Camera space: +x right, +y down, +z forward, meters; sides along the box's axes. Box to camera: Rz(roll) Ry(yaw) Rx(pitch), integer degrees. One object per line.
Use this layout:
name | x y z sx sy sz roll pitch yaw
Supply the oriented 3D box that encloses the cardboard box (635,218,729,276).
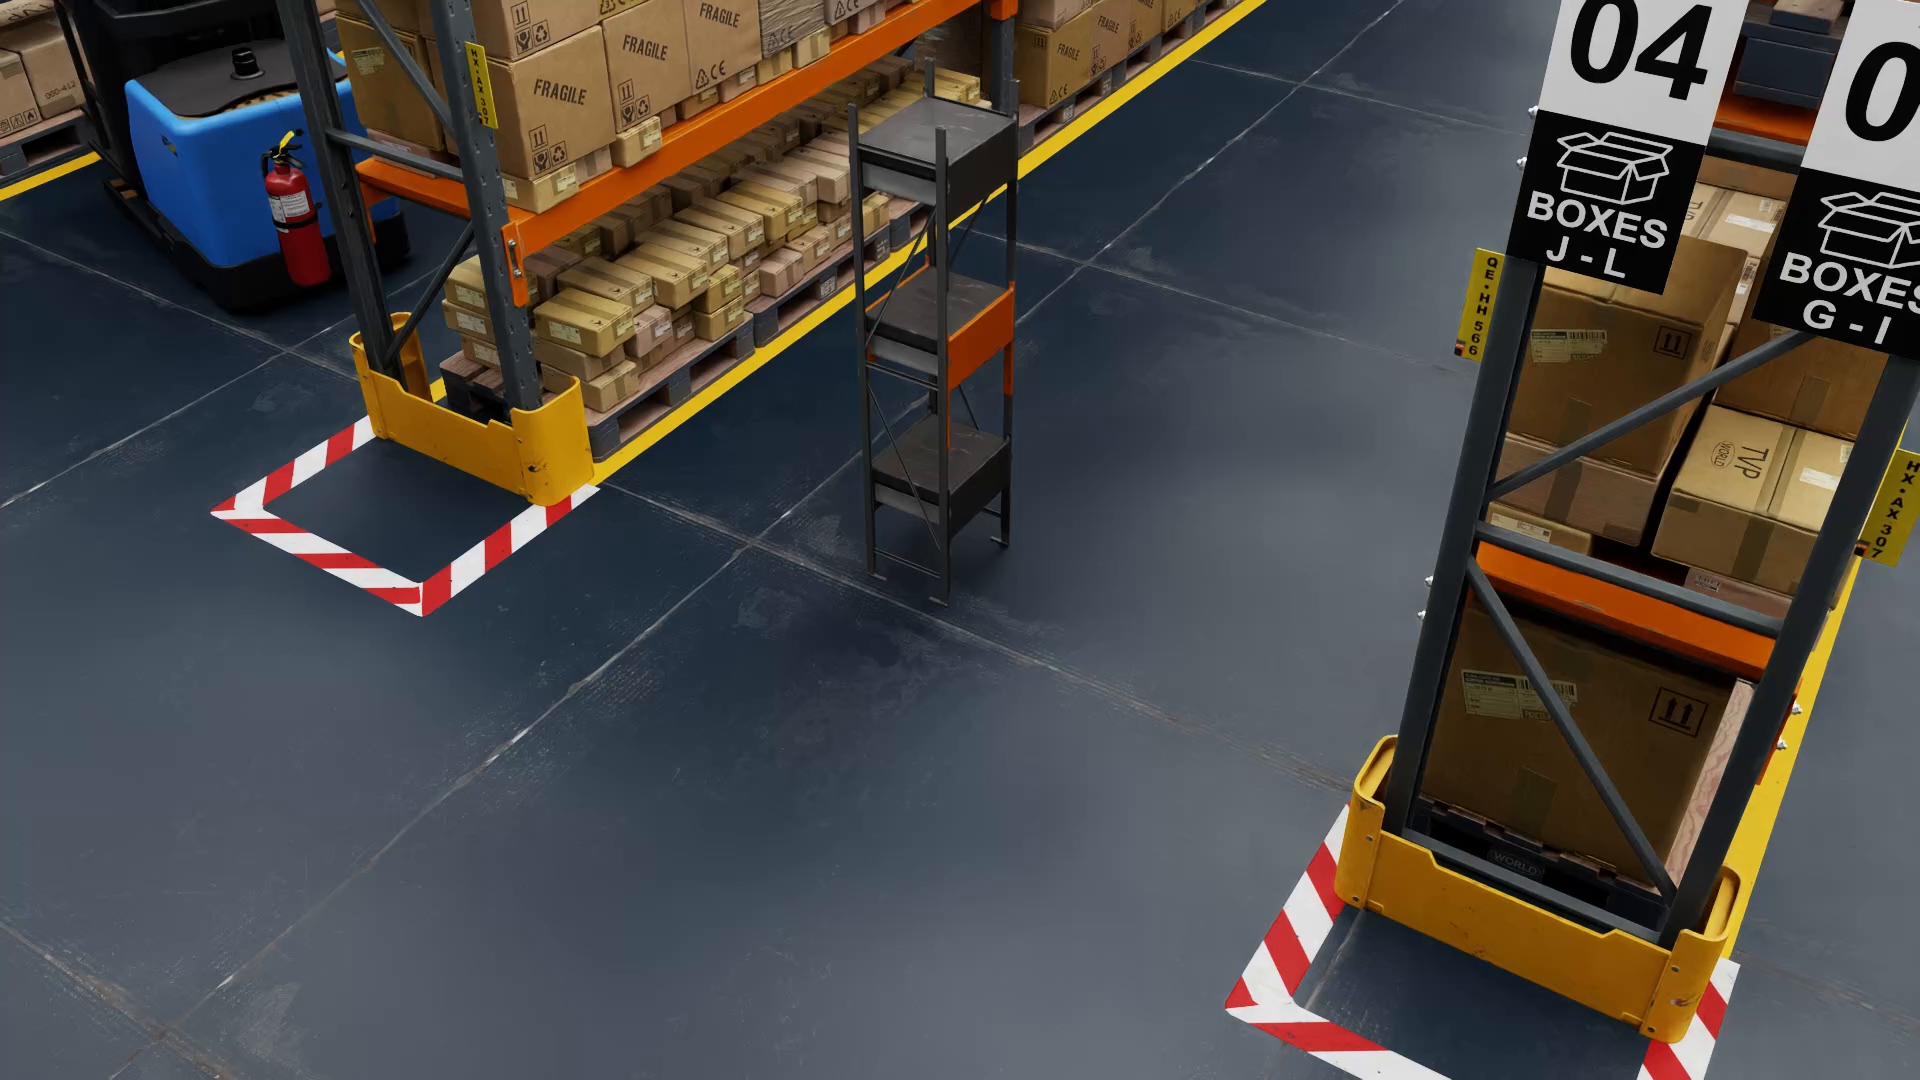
cardboard box | -1.360 -1.418 8.137 0.380 0.149 0.250 19 42 23

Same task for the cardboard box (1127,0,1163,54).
cardboard box | 1.034 -3.642 11.221 0.500 0.500 0.500 22 43 26

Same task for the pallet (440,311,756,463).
pallet | -1.774 -0.904 8.250 1.003 0.211 1.213 21 42 25

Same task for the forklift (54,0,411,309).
forklift | -4.371 -3.203 9.005 1.130 2.935 3.031 -27 45 -30

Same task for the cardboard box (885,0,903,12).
cardboard box | -0.528 -2.904 8.766 0.380 0.149 0.250 20 42 24

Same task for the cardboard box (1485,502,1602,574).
cardboard box | 1.767 -0.079 5.102 0.380 0.149 0.250 22 43 26

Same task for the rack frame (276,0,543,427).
rack frame | -2.280 -1.562 6.819 1.000 3.000 0.127 21 42 25

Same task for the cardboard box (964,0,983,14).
cardboard box | 0.049 -3.564 10.506 0.500 0.250 0.500 20 42 24

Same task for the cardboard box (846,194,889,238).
cardboard box | -0.614 -1.814 9.138 0.380 0.149 0.250 21 42 25

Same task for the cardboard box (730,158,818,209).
cardboard box | -0.970 -1.840 8.683 0.380 0.149 0.250 21 42 25

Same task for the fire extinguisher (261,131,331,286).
fire extinguisher | -2.805 -1.405 6.984 0.296 0.674 0.183 21 42 25

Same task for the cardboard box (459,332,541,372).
cardboard box | -2.174 -0.939 8.002 0.380 0.149 0.250 22 43 26

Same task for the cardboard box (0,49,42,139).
cardboard box | -6.245 -2.654 9.990 0.875 0.438 0.875 20 42 24

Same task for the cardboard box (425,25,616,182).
cardboard box | -1.806 -1.860 6.881 0.500 0.500 0.500 23 43 27

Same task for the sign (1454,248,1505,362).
sign | 1.403 -0.625 4.461 0.100 0.325 0.005 21 42 25

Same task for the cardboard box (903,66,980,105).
cardboard box | -0.108 -2.628 9.706 0.380 0.149 0.250 22 43 26

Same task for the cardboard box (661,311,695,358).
cardboard box | -1.531 -1.057 8.155 0.380 0.149 0.250 22 43 26

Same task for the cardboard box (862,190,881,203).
cardboard box | -0.638 -1.990 9.122 0.380 0.149 0.250 22 43 26

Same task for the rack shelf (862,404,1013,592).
rack shelf | -0.089 -0.181 6.934 0.431 0.518 0.480 21 42 25

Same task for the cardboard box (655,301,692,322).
cardboard box | -1.532 -1.181 8.073 0.380 0.149 0.250 22 43 26

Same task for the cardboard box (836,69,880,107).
cardboard box | -0.694 -2.665 9.753 0.380 0.149 0.250 23 43 27

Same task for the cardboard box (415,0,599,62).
cardboard box | -1.815 -2.260 6.580 0.500 0.500 0.500 21 42 25

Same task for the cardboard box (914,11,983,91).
cardboard box | 0.047 -3.264 10.731 0.500 0.500 0.500 20 42 24

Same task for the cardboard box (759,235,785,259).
cardboard box | -1.130 -1.599 8.615 0.380 0.149 0.250 23 43 27

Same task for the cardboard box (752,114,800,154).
cardboard box | -1.114 -2.272 9.244 0.380 0.149 0.250 22 43 26

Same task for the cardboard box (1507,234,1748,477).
cardboard box | 1.893 -0.580 4.811 0.500 0.500 0.500 22 43 26

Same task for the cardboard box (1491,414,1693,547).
cardboard box | 1.889 -0.283 5.039 0.500 0.250 0.500 20 42 24

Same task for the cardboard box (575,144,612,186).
cardboard box | -1.728 -1.667 7.161 0.380 0.149 0.250 23 43 27

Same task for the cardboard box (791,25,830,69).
cardboard box | -0.869 -2.471 8.205 0.380 0.149 0.250 22 43 26

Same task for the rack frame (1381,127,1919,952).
rack frame | 1.854 0.112 4.647 1.000 3.000 0.127 21 42 25

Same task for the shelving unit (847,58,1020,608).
shelving unit | -0.089 -0.746 6.498 0.431 2.100 0.503 21 42 25

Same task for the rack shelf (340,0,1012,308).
rack shelf | -1.208 -2.308 8.376 1.077 0.370 4.000 21 42 25

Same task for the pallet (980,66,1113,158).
pallet | 0.279 -2.922 10.867 1.003 0.211 1.213 21 42 25

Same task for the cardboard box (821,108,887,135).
cardboard box | -0.543 -2.245 9.209 0.380 0.149 0.250 23 43 27

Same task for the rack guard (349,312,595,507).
rack guard | -2.239 -0.611 7.633 1.175 0.500 0.348 21 42 25

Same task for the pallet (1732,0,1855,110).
pallet | 2.243 -1.426 4.259 1.003 0.211 1.213 21 42 25

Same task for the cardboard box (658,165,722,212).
cardboard box | -1.472 -1.846 8.691 0.380 0.149 0.250 20 42 24

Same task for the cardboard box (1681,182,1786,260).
cardboard box | 2.710 -1.076 6.068 0.500 0.250 0.500 21 42 25

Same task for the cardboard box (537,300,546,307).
cardboard box | -2.053 -1.200 8.097 0.380 0.149 0.250 20 42 24

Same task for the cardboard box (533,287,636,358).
cardboard box | -1.712 -0.994 7.586 0.380 0.149 0.250 19 42 23

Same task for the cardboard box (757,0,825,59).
cardboard box | -1.000 -2.658 7.915 0.500 0.500 0.500 20 42 24

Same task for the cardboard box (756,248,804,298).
cardboard box | -1.038 -1.415 8.620 0.380 0.149 0.250 19 42 23

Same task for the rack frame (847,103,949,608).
rack frame | -0.219 -0.620 6.335 0.400 2.100 0.015 21 42 25

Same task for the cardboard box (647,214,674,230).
cardboard box | -1.695 -1.622 8.645 0.380 0.149 0.250 22 43 26

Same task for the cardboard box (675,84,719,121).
cardboard box | -1.350 -2.099 7.721 0.380 0.149 0.250 21 42 25

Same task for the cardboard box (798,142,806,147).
cardboard box | -0.908 -2.262 9.474 0.380 0.149 0.250 19 42 23

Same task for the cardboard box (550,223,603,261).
cardboard box | -1.996 -1.477 8.212 0.380 0.149 0.250 20 42 24

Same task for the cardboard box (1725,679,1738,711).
cardboard box | 2.617 -0.038 6.238 0.875 0.875 0.875 21 42 25
